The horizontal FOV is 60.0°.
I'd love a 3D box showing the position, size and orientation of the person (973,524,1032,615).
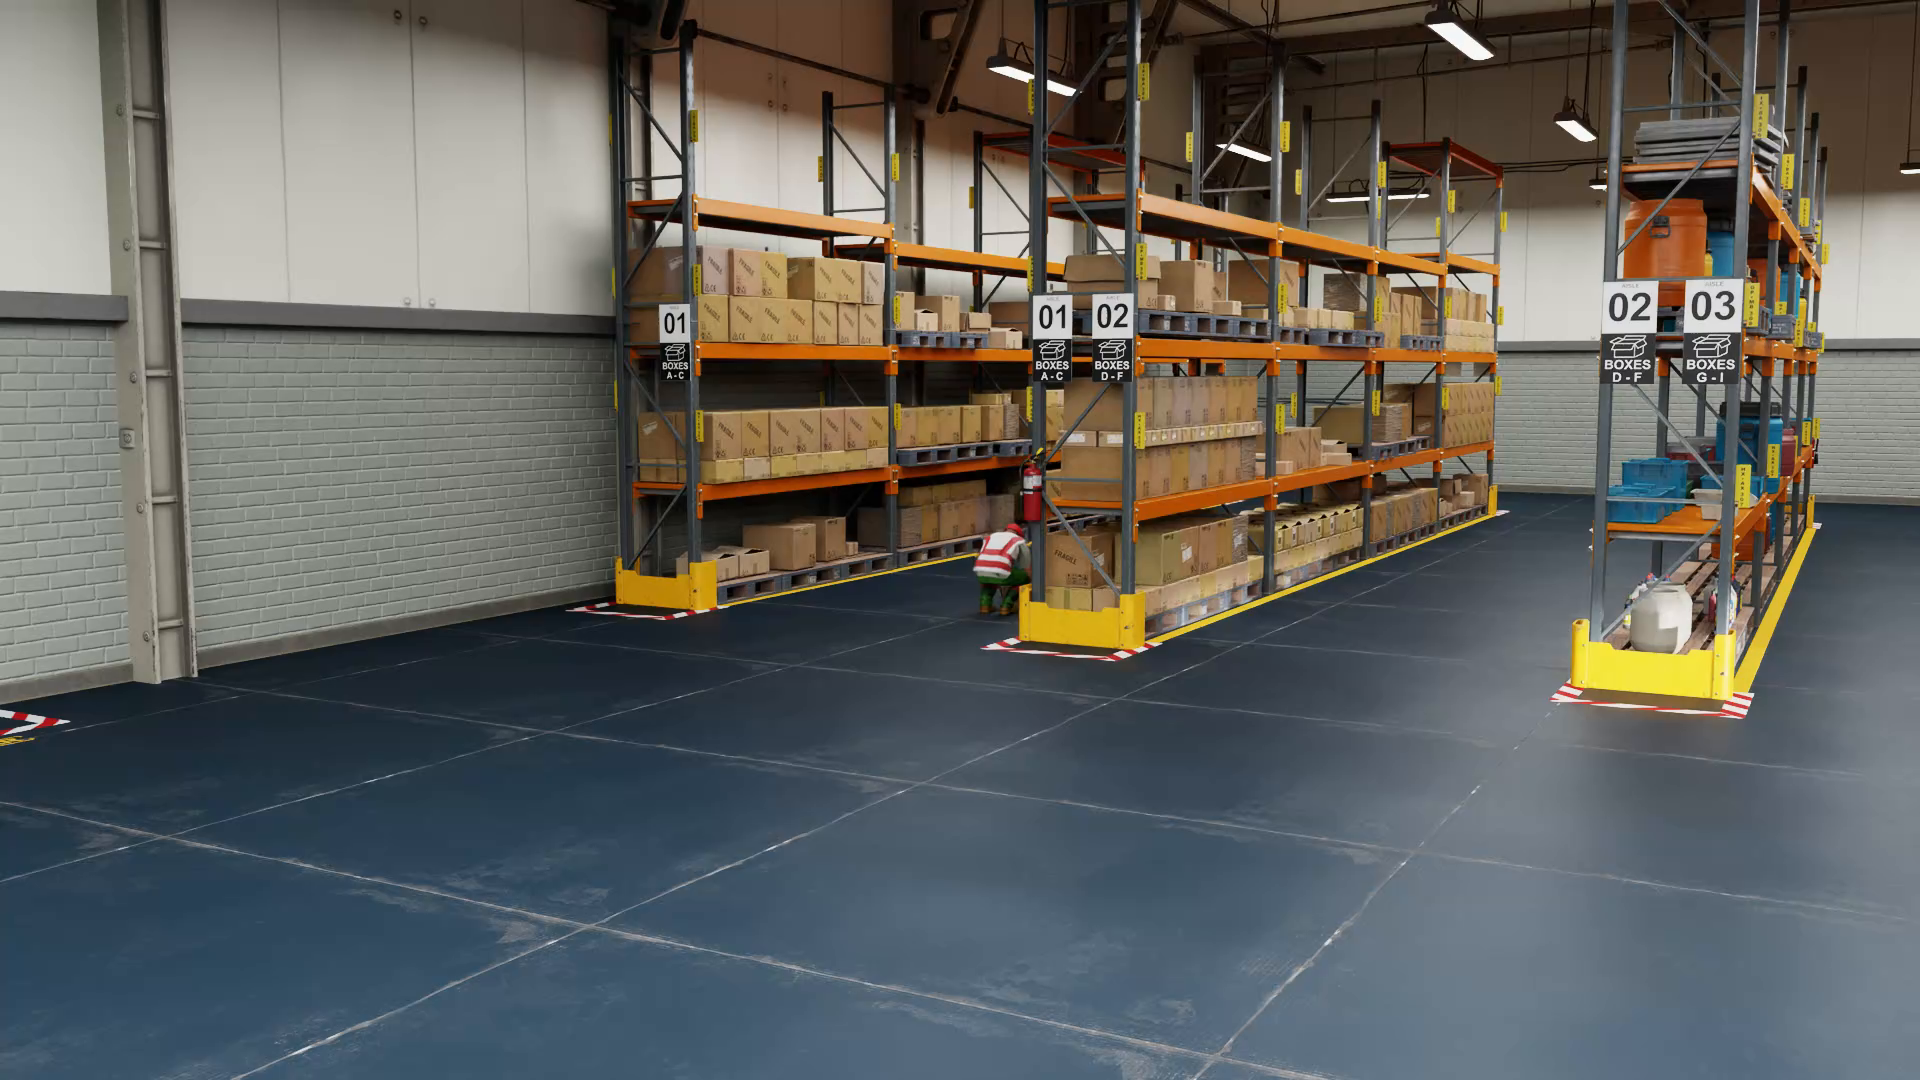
[{"bbox_3d":[0.447,0.302,17.427,0.568,0.894,0.888,3,7,29],"label":"person"}]
